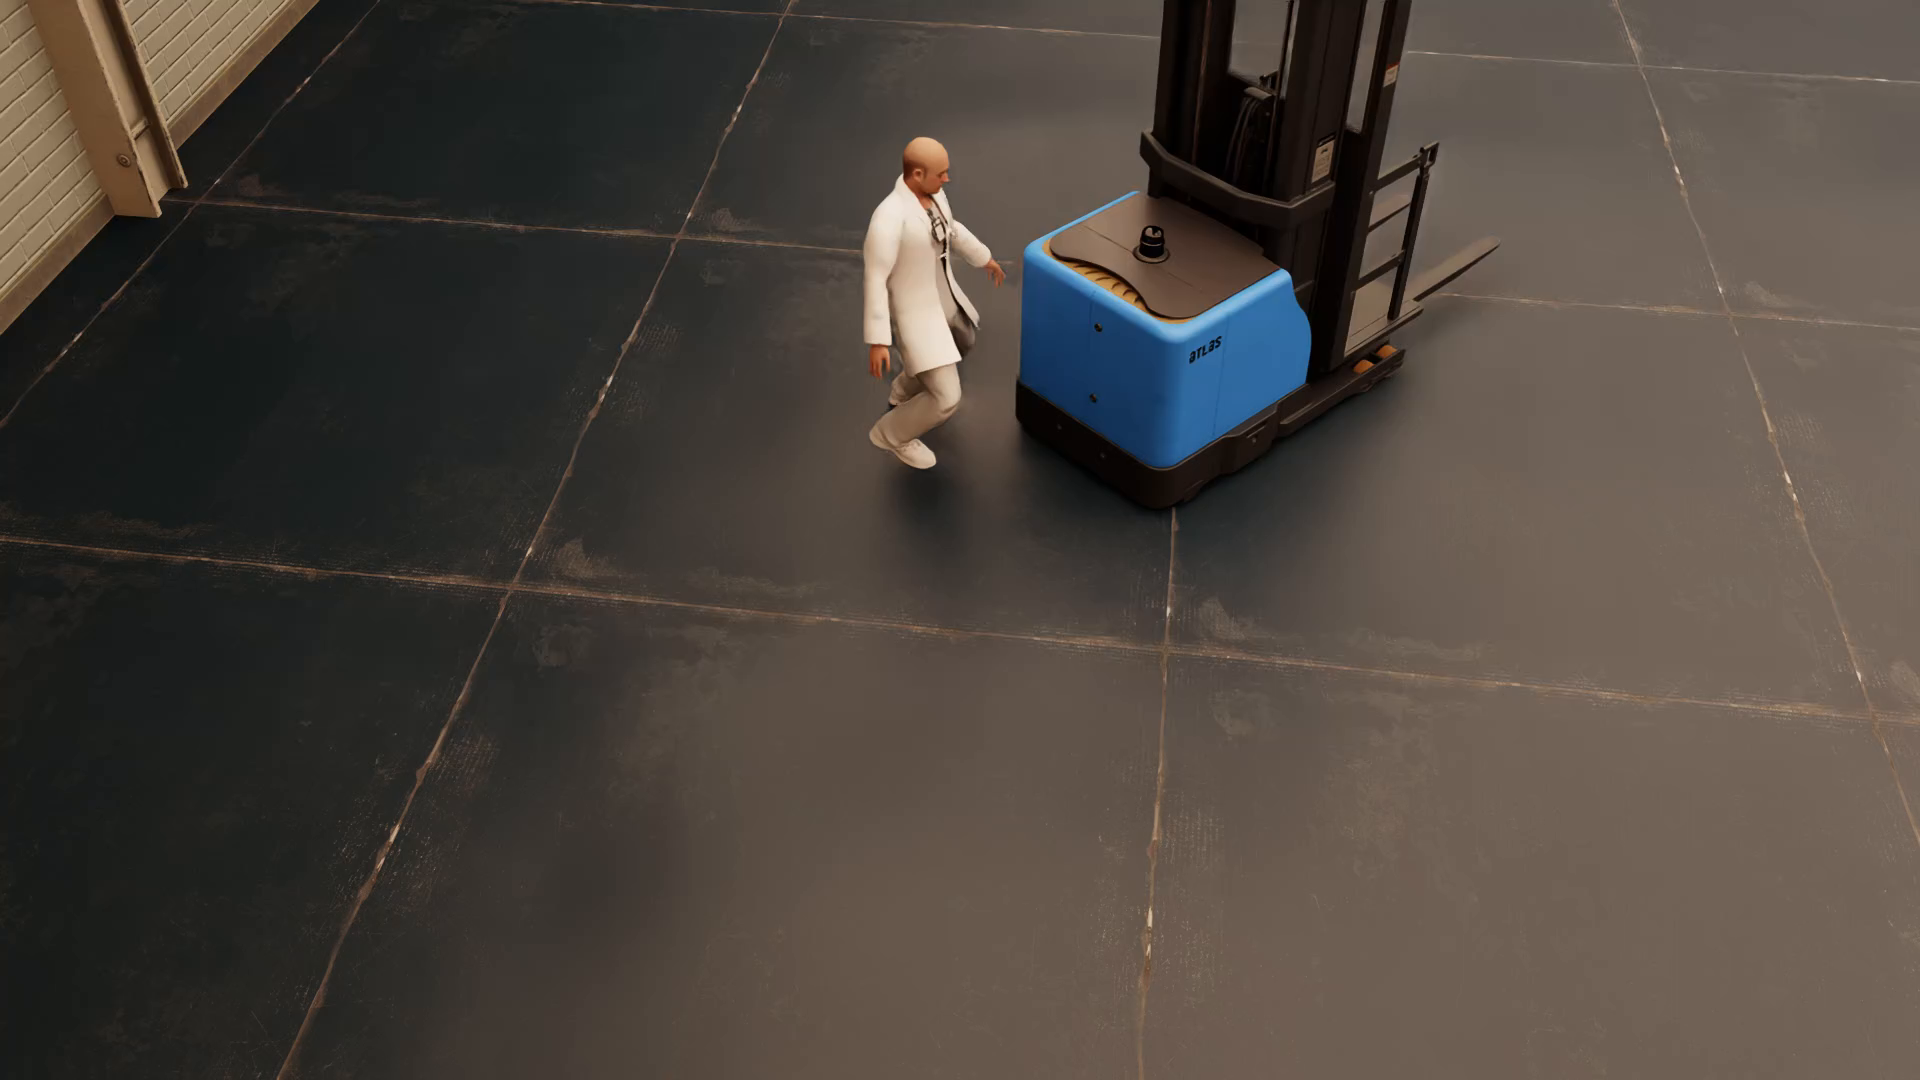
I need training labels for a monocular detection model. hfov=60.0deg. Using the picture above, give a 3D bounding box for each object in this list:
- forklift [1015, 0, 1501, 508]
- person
[{"bbox_3d":[1.716,-2.095,8.005,3.031,2.935,1.130,-31,51,-29],"label":"forklift"},{"bbox_3d":[-0.163,-1.126,7.910,0.630,1.666,0.977,19,46,20],"label":"person"}]
